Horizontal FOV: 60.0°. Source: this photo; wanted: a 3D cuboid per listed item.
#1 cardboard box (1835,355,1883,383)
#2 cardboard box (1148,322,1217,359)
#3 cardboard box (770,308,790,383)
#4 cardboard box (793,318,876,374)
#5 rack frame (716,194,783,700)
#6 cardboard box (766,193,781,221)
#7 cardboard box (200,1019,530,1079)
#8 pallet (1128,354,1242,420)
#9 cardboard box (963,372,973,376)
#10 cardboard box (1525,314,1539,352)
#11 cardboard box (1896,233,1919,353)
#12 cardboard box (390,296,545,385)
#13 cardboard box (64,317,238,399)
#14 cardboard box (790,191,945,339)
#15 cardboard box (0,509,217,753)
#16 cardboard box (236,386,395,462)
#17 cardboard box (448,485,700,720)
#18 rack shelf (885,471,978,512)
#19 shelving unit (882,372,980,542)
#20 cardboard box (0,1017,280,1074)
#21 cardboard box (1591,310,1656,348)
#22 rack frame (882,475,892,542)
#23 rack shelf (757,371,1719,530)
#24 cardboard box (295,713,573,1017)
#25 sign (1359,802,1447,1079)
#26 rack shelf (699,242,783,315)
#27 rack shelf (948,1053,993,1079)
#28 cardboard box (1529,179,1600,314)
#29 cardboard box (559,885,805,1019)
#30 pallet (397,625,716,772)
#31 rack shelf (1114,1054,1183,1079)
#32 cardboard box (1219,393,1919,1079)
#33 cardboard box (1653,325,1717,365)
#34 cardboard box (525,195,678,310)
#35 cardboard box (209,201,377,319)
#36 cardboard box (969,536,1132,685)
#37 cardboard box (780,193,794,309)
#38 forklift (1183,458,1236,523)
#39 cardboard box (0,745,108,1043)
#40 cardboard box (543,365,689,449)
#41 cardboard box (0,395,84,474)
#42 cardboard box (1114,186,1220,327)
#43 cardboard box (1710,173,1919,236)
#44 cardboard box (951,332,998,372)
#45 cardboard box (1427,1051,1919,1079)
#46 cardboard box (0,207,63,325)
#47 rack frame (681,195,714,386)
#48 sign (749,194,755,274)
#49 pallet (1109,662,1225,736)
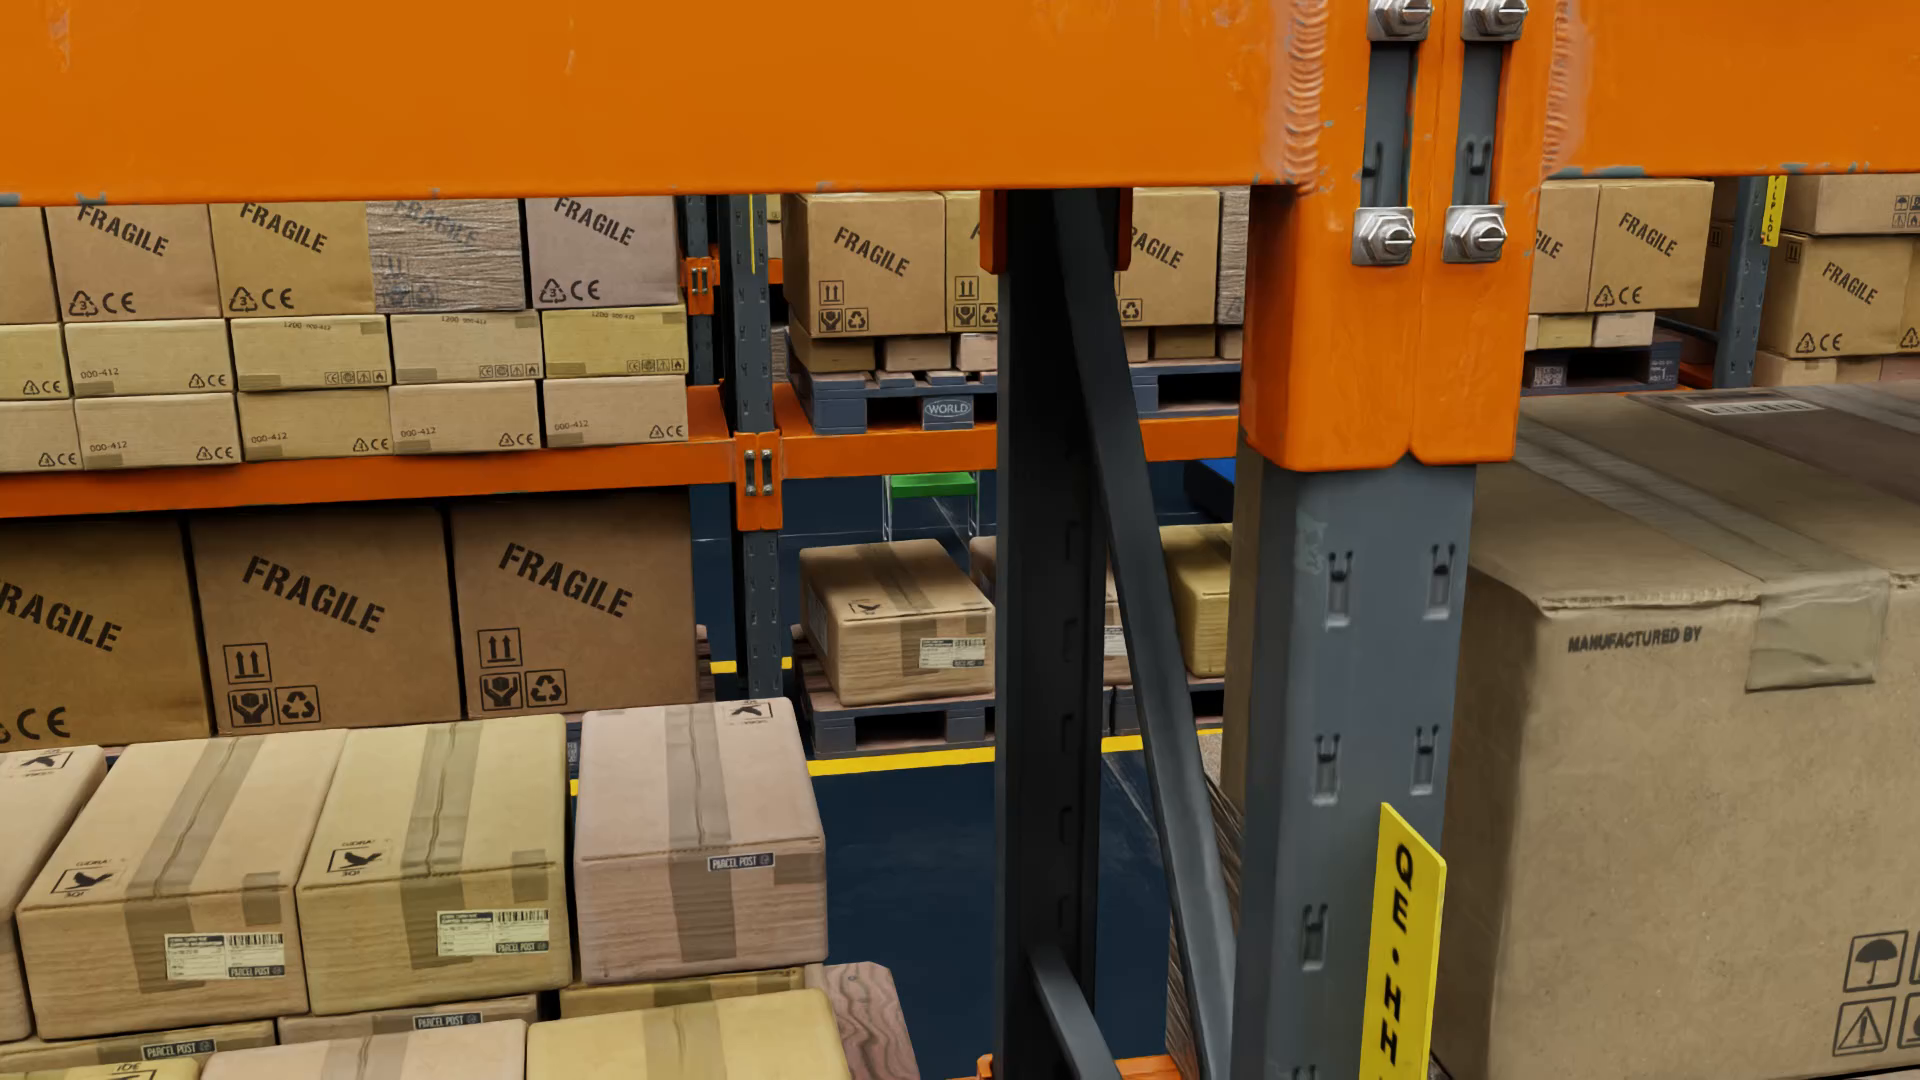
[{"bbox_3d":[3.699,-0.762,7.111,0.250,0.149,0.380,-3,17,-9],"label":"cardboard box"},{"bbox_3d":[0.844,-0.830,6.619,0.250,0.149,0.380,-3,17,-8],"label":"cardboard box"},{"bbox_3d":[-1.167,-1.232,11.543,0.625,0.625,0.875,-3,17,-9],"label":"cardboard box"},{"bbox_3d":[-0.483,-0.750,6.357,0.250,0.149,0.380,-4,18,-14],"label":"cardboard box"},{"bbox_3d":[-0.837,-0.705,6.498,0.127,3.000,1.000,-3,17,-10],"label":"rack frame"},{"bbox_3d":[-1.296,-2.250,10.932,0.500,0.250,0.500,-3,17,-11],"label":"cardboard box"},{"bbox_3d":[-0.440,0.524,1.195,0.250,0.149,0.380,-3,17,-11],"label":"cardboard box"},{"bbox_3d":[1.099,-0.735,6.923,1.213,0.211,1.003,-3,17,-10],"label":"pallet"},{"bbox_3d":[0.134,-1.308,11.791,0.625,0.625,0.875,-4,18,-13],"label":"cardboard box"},{"bbox_3d":[2.129,-0.866,6.734,0.250,0.149,0.380,-4,17,-11],"label":"cardboard box"},{"bbox_3d":[4.064,-1.096,7.096,0.500,0.500,0.500,-3,17,-11],"label":"cardboard box"},{"bbox_3d":[-1.767,-0.742,6.024,0.500,0.250,0.500,-4,17,-12],"label":"cardboard box"},{"bbox_3d":[-2.776,-0.679,5.817,0.500,0.250,0.500,-4,17,-12],"label":"cardboard box"},{"bbox_3d":[-0.351,-1.054,6.242,0.500,0.500,0.500,-4,17,-12],"label":"cardboard box"},{"bbox_3d":[-3.285,0.223,6.381,0.875,0.875,0.875,-3,17,-9],"label":"cardboard box"},{"bbox_3d":[-2.280,-0.474,6.001,0.500,0.250,0.500,-3,17,-11],"label":"cardboard box"},{"bbox_3d":[-1.531,0.125,6.701,0.875,0.875,0.875,-3,17,-11],"label":"cardboard box"},{"bbox_3d":[-0.163,-0.274,9.195,0.480,0.148,0.258,-3,17,-10],"label":"rack shelf"},{"bbox_3d":[-0.163,-0.564,9.106,0.503,1.200,0.258,-3,17,-10],"label":"shelving unit"},{"bbox_3d":[-0.839,0.494,1.800,0.250,0.149,0.380,-4,17,-12],"label":"cardboard box"},{"bbox_3d":[2.638,-0.900,6.846,0.250,0.149,0.380,-3,17,-10],"label":"cardboard box"},{"bbox_3d":[-0.402,-0.551,9.061,0.015,1.200,0.240,-3,17,-10],"label":"rack frame"},{"bbox_3d":[1.127,-0.472,6.966,4.000,0.370,1.077,-3,17,-10],"label":"rack shelf"},{"bbox_3d":[-0.553,0.337,1.805,0.250,0.149,0.380,-4,17,-12],"label":"cardboard box"},{"bbox_3d":[0.313,0.357,1.204,0.005,0.325,0.100,-3,17,-10],"label":"sign"},{"bbox_3d":[0.181,-1.903,11.624,4.000,0.370,1.077,-3,17,-10],"label":"rack shelf"},{"bbox_3d":[-1.762,1.172,1.613,4.000,0.370,1.077,-3,17,-10],"label":"rack shelf"},{"bbox_3d":[2.194,-1.198,6.713,0.500,0.500,0.500,-3,17,-10],"label":"cardboard box"},{"bbox_3d":[-0.311,0.463,1.902,0.250,0.149,0.380,-2,17,-8],"label":"cardboard box"},{"bbox_3d":[-1.625,0.650,6.835,1.213,0.211,1.003,-3,17,-10],"label":"pallet"},{"bbox_3d":[2.165,0.949,2.338,4.000,0.370,1.077,-3,17,-10],"label":"rack shelf"},{"bbox_3d":[0.644,0.169,1.781,0.500,0.500,0.700,-3,17,-11],"label":"cardboard box"},{"bbox_3d":[3.348,-0.913,7.604,0.250,0.149,0.380,-3,17,-11],"label":"cardboard box"},{"bbox_3d":[-1.295,-1.126,5.997,0.500,0.500,0.500,-4,17,-12],"label":"cardboard box"},{"bbox_3d":[-2.286,-1.070,5.812,0.500,0.500,0.500,-3,17,-10],"label":"cardboard box"},{"bbox_3d":[0.443,0.279,7.056,0.625,0.372,0.950,-4,17,-12],"label":"cardboard box"},{"bbox_3d":[-0.443,-1.201,6.721,0.500,0.500,0.500,-4,17,-12],"label":"cardboard box"},{"bbox_3d":[2.919,-1.605,9.544,3.031,2.935,1.130,-4,18,-13],"label":"forklift"},{"bbox_3d":[-1.054,0.364,1.717,0.250,0.149,0.380,-4,18,-13],"label":"cardboard box"},{"bbox_3d":[-1.284,-0.530,6.184,0.500,0.250,0.500,-4,17,-12],"label":"cardboard box"},{"bbox_3d":[-3.268,-0.412,5.800,0.500,0.250,0.500,-3,17,-11],"label":"cardboard box"},{"bbox_3d":[0.679,-1.116,6.446,0.500,0.500,0.500,-3,17,-10],"label":"cardboard box"},{"bbox_3d":[3.563,-1.558,6.894,0.500,0.500,0.700,-3,17,-11],"label":"cardboard box"},{"bbox_3d":[0.079,-0.758,6.383,0.250,0.149,0.380,-4,18,-14],"label":"cardboard box"},{"bbox_3d":[0.693,0.722,1.683,0.500,0.500,0.500,-3,17,-10],"label":"cardboard box"},{"bbox_3d":[-3.291,-1.013,5.628,0.500,0.500,0.500,-4,17,-12],"label":"cardboard box"},{"bbox_3d":[-1.782,-2.136,11.156,0.127,3.000,1.000,-3,17,-10],"label":"rack frame"},{"bbox_3d":[-0.728,-1.098,5.807,0.005,0.325,0.100,-3,17,-10],"label":"sign"},{"bbox_3d":[1.126,0.518,7.265,1.213,0.211,1.003,-3,17,-10],"label":"pallet"}]
